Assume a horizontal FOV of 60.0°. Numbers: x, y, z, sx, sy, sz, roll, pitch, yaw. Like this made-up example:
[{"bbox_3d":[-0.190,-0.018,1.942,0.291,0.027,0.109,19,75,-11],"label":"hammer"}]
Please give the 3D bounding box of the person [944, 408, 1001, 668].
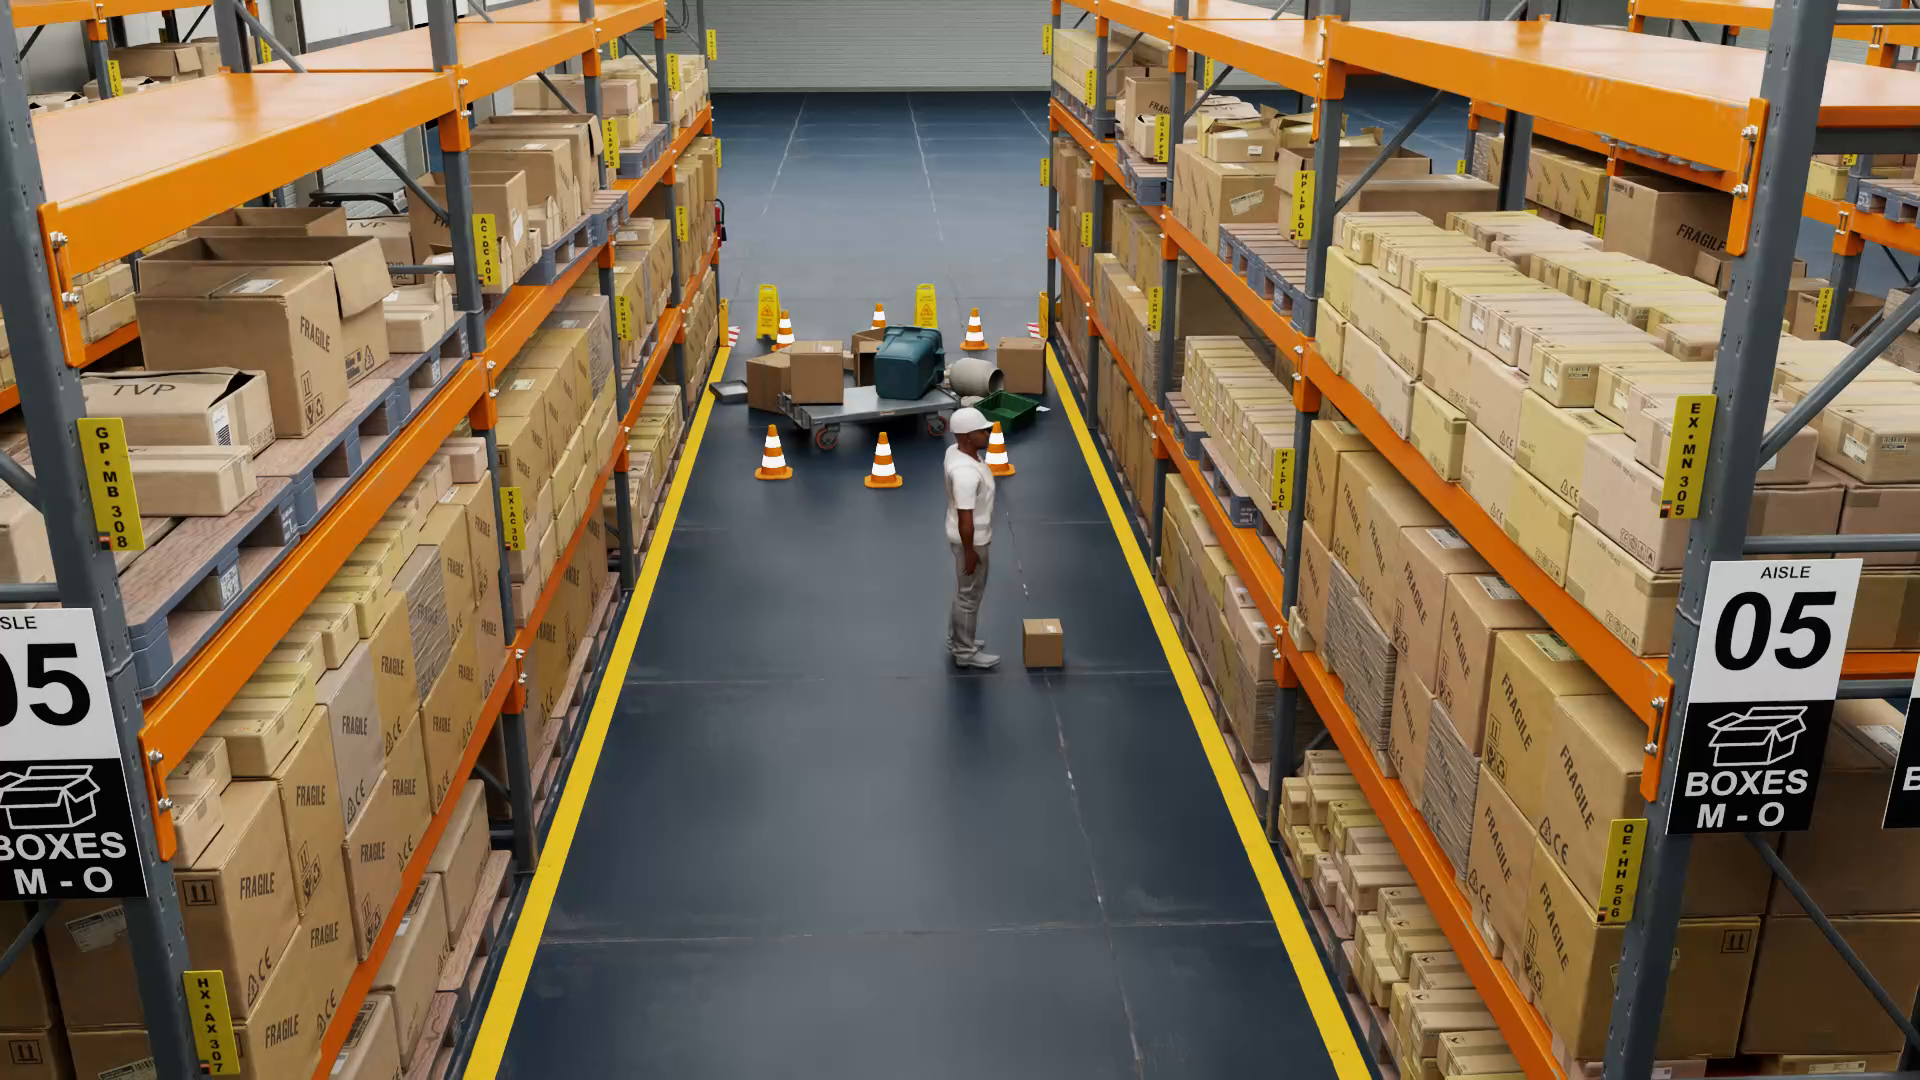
[{"bbox_3d":[0.085,-0.005,11.033,0.373,1.794,0.569,-1,20,-2],"label":"person"}]
